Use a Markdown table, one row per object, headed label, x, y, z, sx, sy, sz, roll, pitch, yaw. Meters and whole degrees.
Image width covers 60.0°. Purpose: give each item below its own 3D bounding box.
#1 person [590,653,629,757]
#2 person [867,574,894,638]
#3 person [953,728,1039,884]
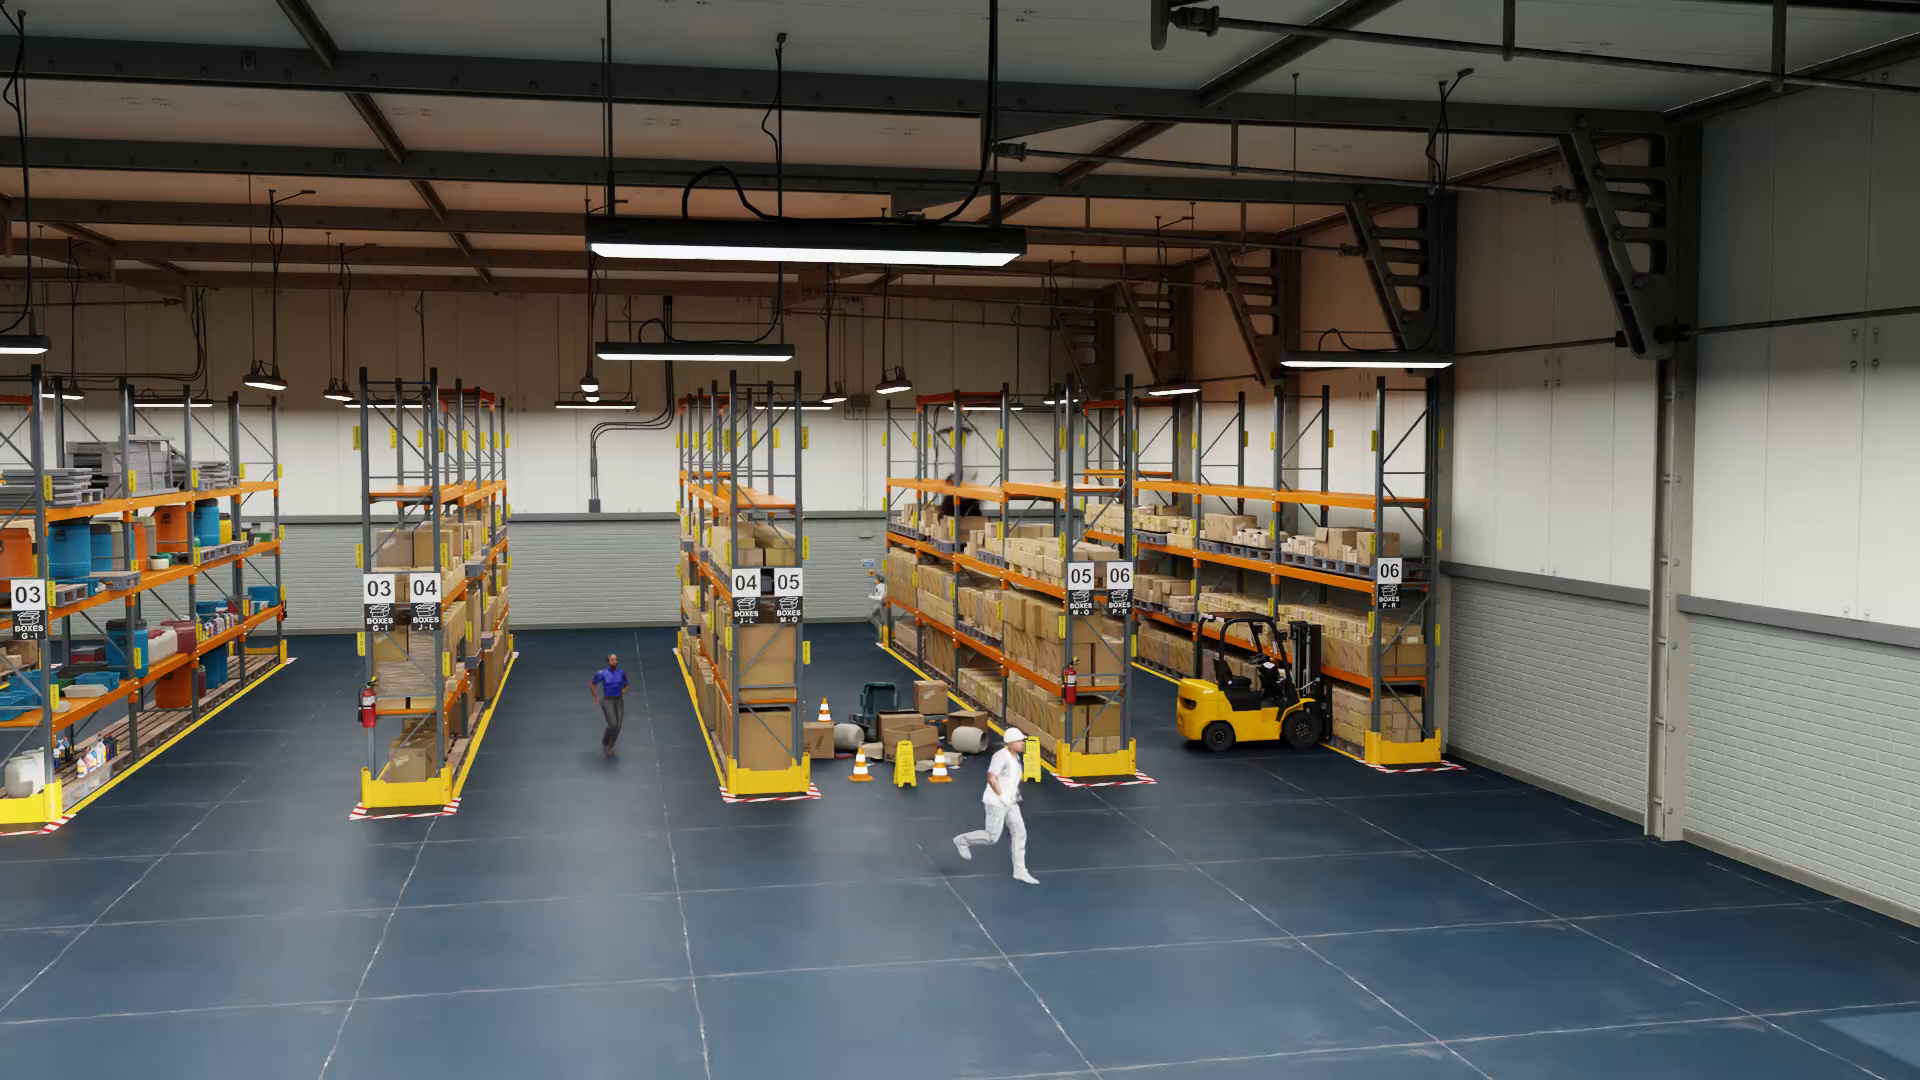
| label | x | y | z | sx | sy | sz | roll | pitch | yaw |
| --- | --- | --- | --- | --- | --- | --- | --- | --- | --- |
| person | -5.494 | 2.611 | 26.313 | 0.552 | 1.632 | 0.643 | -3 | 4 | -38 |
| person | -1.975 | 1.663 | 41.880 | 0.765 | 1.638 | 0.643 | -1 | 4 | -15 |
| person | 0.419 | 3.012 | 18.993 | 1.044 | 1.770 | 0.680 | 2 | 4 | 26 |
